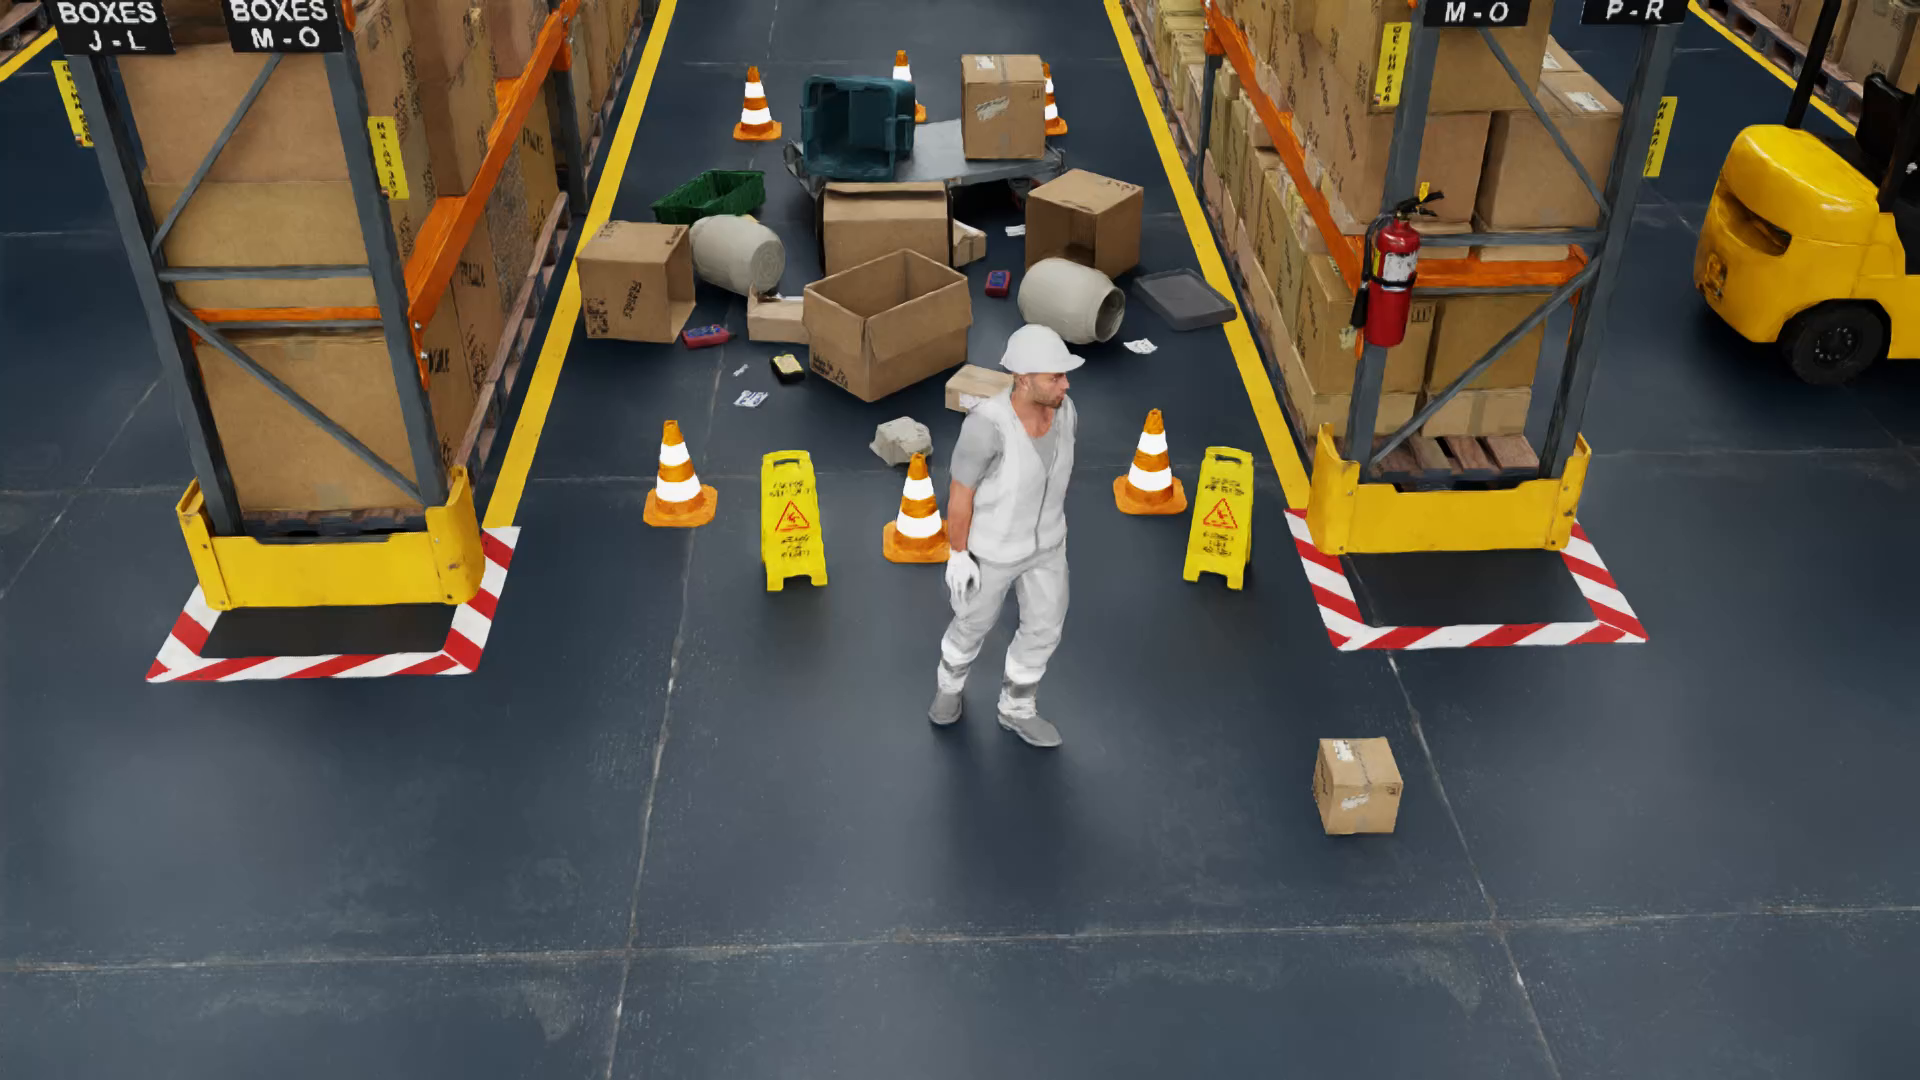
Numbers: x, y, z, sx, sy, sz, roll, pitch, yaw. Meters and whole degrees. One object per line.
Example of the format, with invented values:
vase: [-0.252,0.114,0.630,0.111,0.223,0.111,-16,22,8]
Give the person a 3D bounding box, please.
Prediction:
person: [0.162,-0.015,6.151,0.580,1.777,0.562,-22,40,-28]
